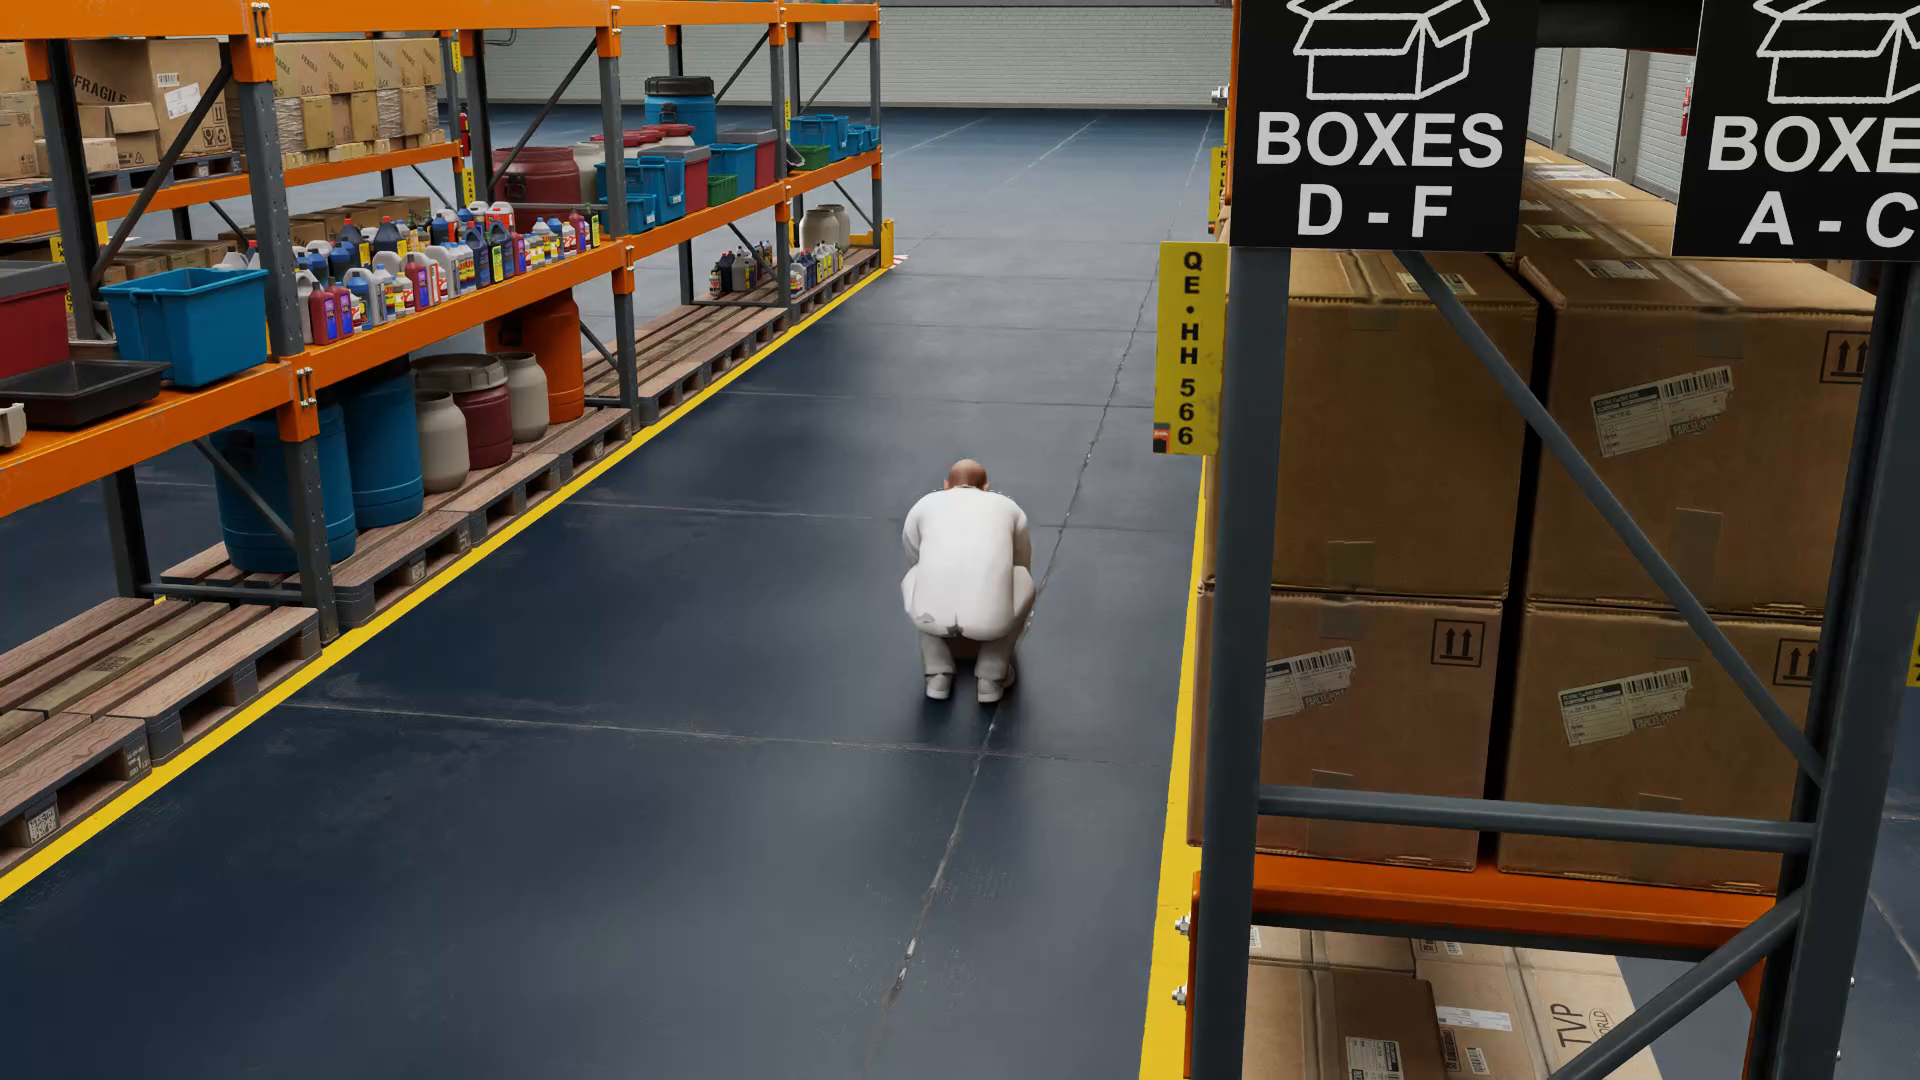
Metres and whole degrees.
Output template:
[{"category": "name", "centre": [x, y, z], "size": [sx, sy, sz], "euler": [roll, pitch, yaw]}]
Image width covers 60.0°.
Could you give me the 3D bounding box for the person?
[{"category": "person", "centre": [0.033, 0.178, 6.997], "size": [0.599, 0.891, 0.879], "euler": [3, 18, 9]}]
